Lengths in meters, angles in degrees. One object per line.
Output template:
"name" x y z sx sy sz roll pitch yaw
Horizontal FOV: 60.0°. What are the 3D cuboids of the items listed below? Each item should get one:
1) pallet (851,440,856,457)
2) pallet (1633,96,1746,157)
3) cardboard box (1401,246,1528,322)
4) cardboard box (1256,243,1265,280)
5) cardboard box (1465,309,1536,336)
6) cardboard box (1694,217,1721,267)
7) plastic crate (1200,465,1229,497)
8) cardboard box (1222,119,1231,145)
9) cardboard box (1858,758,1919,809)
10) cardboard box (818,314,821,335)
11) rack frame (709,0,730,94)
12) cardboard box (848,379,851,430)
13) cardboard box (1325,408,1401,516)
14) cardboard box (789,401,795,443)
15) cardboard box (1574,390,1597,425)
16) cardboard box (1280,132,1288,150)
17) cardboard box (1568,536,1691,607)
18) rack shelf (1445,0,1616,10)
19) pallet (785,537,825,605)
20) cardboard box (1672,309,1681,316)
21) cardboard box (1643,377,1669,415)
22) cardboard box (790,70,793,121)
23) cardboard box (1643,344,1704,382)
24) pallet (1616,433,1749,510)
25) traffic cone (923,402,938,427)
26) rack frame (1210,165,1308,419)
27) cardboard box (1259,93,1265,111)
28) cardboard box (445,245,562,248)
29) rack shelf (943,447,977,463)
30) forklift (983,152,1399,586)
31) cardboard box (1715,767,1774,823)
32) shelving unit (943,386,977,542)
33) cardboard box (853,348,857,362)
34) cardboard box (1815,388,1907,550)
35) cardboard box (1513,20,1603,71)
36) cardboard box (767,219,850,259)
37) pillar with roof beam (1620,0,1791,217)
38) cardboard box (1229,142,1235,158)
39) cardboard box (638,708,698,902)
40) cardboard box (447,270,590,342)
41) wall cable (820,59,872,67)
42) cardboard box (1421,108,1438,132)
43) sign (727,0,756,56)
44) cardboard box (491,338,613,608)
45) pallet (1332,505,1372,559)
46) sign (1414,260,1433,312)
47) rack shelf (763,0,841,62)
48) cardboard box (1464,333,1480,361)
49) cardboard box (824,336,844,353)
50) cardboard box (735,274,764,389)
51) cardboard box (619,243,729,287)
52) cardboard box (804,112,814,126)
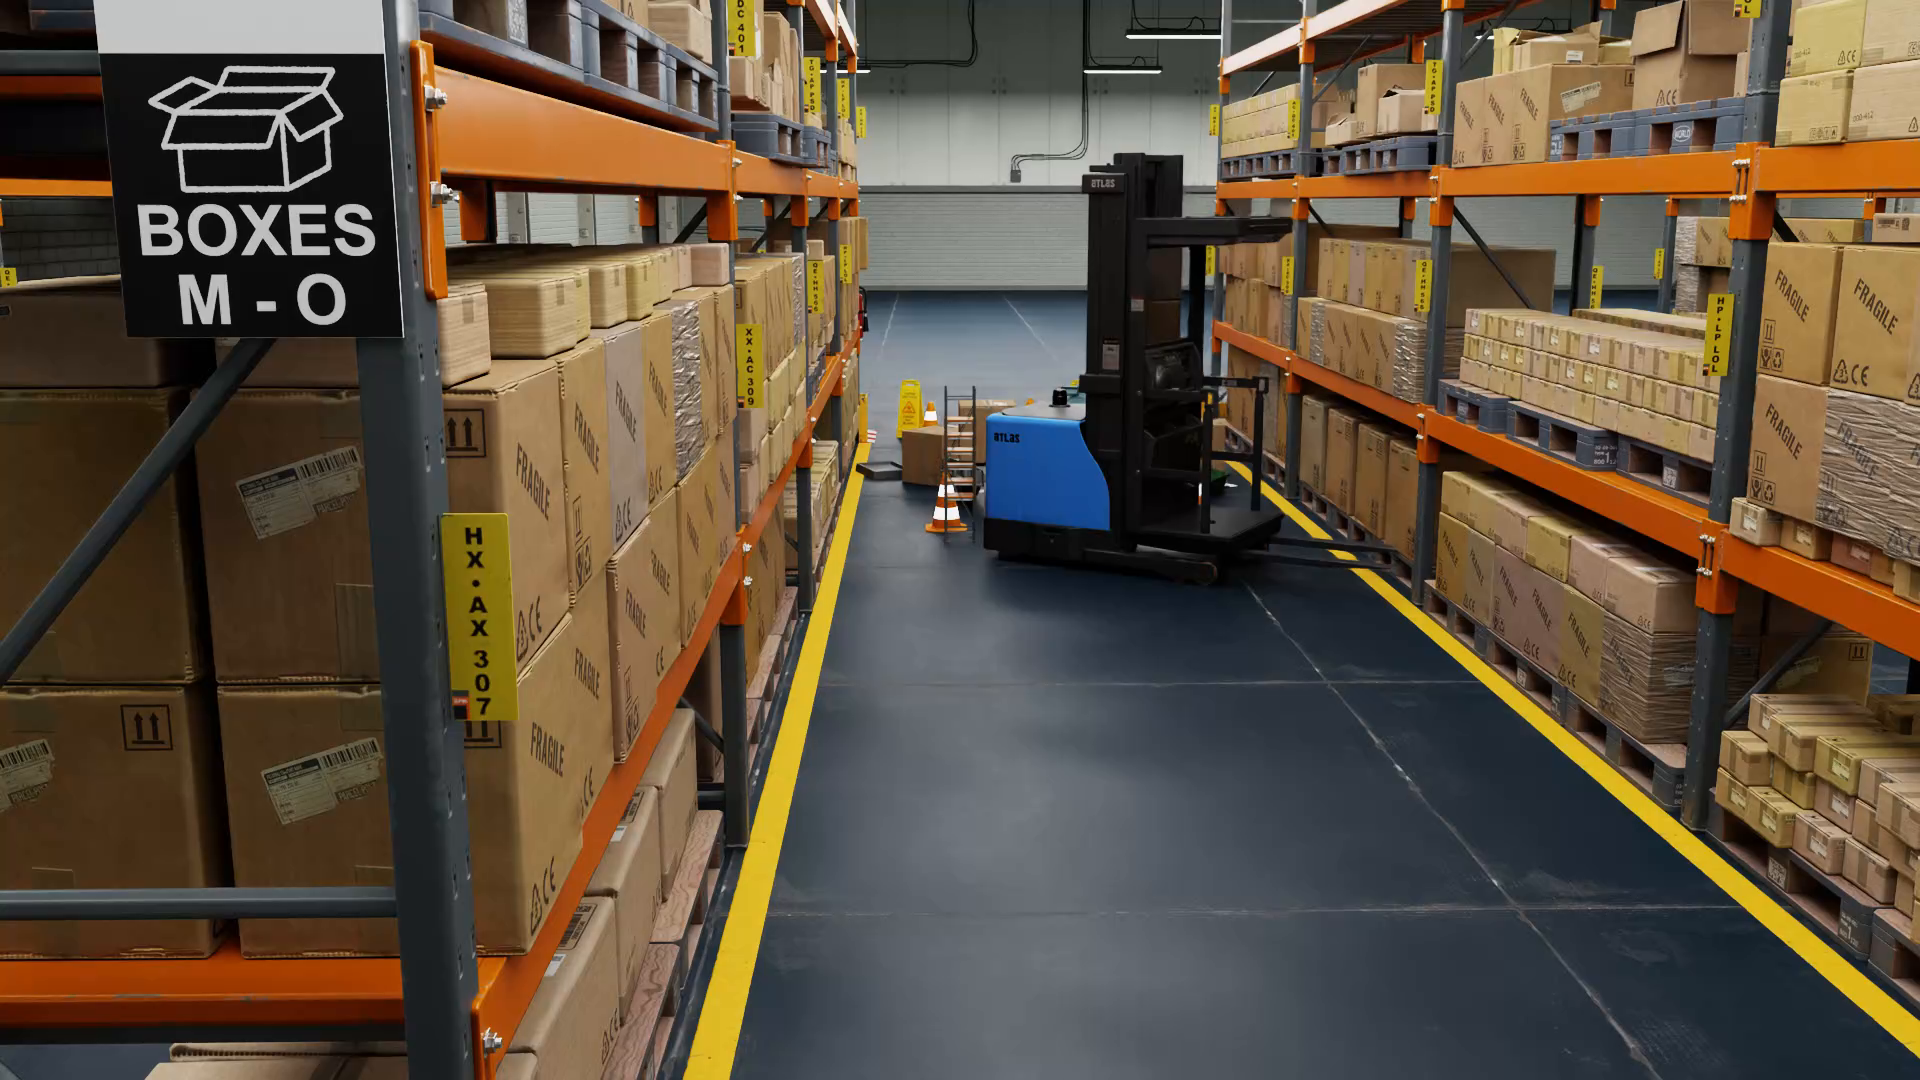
"pallet" -1.637 -1.053 17.719 1.003 0.211 1.213 0 11 -1
"pallet" 3.668 -1.753 7.082 1.213 0.211 1.003 0 11 -1
"cardboard box" 3.481 -1.775 11.500 0.700 0.500 0.500 0 11 -2
"cardboard box" 3.416 -2.840 16.421 0.875 0.550 0.500 0 11 -1
"cardboard box" 3.308 -1.327 10.137 0.380 0.149 0.250 0 11 -1
"cardboard box" 8.030 -3.112 17.340 0.500 0.500 0.500 0 11 -1
"plastic crate" 2.096 -0.521 15.011 0.450 0.188 0.662 17 18 26
"cardboard box" 3.080 -4.337 17.670 0.500 0.250 0.500 0 11 -1
"cardboard box" 3.404 0.874 5.822 0.380 0.149 0.250 -1 11 -3
"cardboard box" -1.268 -1.706 11.870 0.500 0.500 0.500 0 11 0
"rack frame" -1.372 -3.151 5.959 1.000 3.000 0.127 0 11 -1
"cardboard box" -1.303 -1.252 15.659 0.500 0.500 0.500 0 11 1
"cardboard box" 3.528 -0.630 13.223 1.050 0.750 0.750 0 11 -1
"cardboard box" -1.164 -0.632 9.005 0.500 0.250 0.500 0 11 -2
"cardboard box" 3.338 -0.671 8.399 0.380 0.149 0.250 0 11 1
"cardboard box" 3.077 -3.565 14.865 0.380 0.149 0.250 0 11 0
"cardboard box" 3.309 0.151 8.115 0.500 0.250 0.500 0 11 2
"rack shelf" 3.533 -3.041 8.229 1.077 0.370 4.000 0 11 -1
"pallet" -1.470 0.205 11.517 1.003 0.211 1.213 0 11 -1
"cardboard box" 8.055 -2.456 18.255 0.380 0.149 0.250 0 11 -1
"cardboard box" 3.360 -0.660 7.595 0.380 0.149 0.250 0 11 1
"cardboard box" -1.077 -2.344 8.806 0.396 0.266 0.258 -1 11 -3
"cardboard box" 3.361 -0.810 7.584 0.380 0.149 0.250 -1 11 -3
"pallet" 3.704 -0.310 7.525 1.003 0.211 1.213 0 11 -1
"traffic cone" -0.322 -1.273 18.170 0.336 0.463 0.334 0 11 -1
"rack frame" 3.327 -2.637 18.512 1.000 3.000 0.127 0 11 -1
"cardboard box" 3.058 -4.157 15.777 0.380 0.149 0.250 0 11 -2
"cardboard box" -1.604 -0.953 5.816 0.380 0.149 0.250 0 11 0
"rack shelf" 0.000 -0.665 12.939 0.258 0.103 0.180 0 11 -1
"forklift" 1.708 -1.241 11.802 3.031 2.935 1.130 7 13 30
"cardboard box" 3.261 1.014 6.633 0.380 0.149 0.250 -1 11 -4
"shelving unit" 0.000 -0.591 12.954 0.258 1.200 0.189 0 11 -1
"cardboard box" -1.268 -1.909 17.268 0.380 0.149 0.250 0 11 0
"cardboard box" 3.350 -0.248 5.740 0.500 0.500 0.500 0 11 -1
"cardboard box" 3.280 -2.706 9.133 0.396 0.266 0.258 0 11 -1
"cardboard box" -1.330 -2.574 14.690 0.700 0.500 0.500 0 11 -2
"pillar with roof beam" 19.100 -11.449 46.858 9.100 9.000 0.548 0 11 -1
"cardboard box" 3.024 -4.069 17.350 0.380 0.149 0.250 0 11 -1
"cardboard box" -1.467 0.964 6.151 0.875 0.438 0.875 0 11 -2
"cardboard box" -1.011 -0.501 3.585 0.380 0.149 0.250 -1 11 -3
"wall cable" -4.124 -12.892 49.081 3.097 2.526 0.112 0 11 -1
"cardboard box" 3.260 -2.775 10.929 0.380 0.166 0.250 0 11 -1
"sign" -0.818 -1.976 6.210 0.100 0.325 0.005 0 11 -1
"cardboard box" -1.033 -0.154 3.509 0.500 0.500 0.500 -1 11 -3
"pallet" 3.529 -0.079 12.917 1.003 0.211 1.213 0 11 -1
"sign" 2.937 -1.611 10.544 0.100 0.325 0.005 0 11 -1
"rack shelf" -1.496 -3.795 11.949 1.077 0.370 4.000 0 11 -1
"cardboard box" 3.301 -1.178 10.150 0.380 0.149 0.250 0 11 1
"cardboard box" -1.224 -1.742 14.734 0.380 0.149 0.250 0 11 -1
"cardboard box" -1.094 -0.839 6.883 0.500 0.500 0.500 0 11 0
"cardboard box" -1.048 -1.008 6.086 0.380 0.149 0.250 0 11 -2
"cardboard box" -1.366 -3.086 12.504 0.500 0.250 0.500 0 11 0
